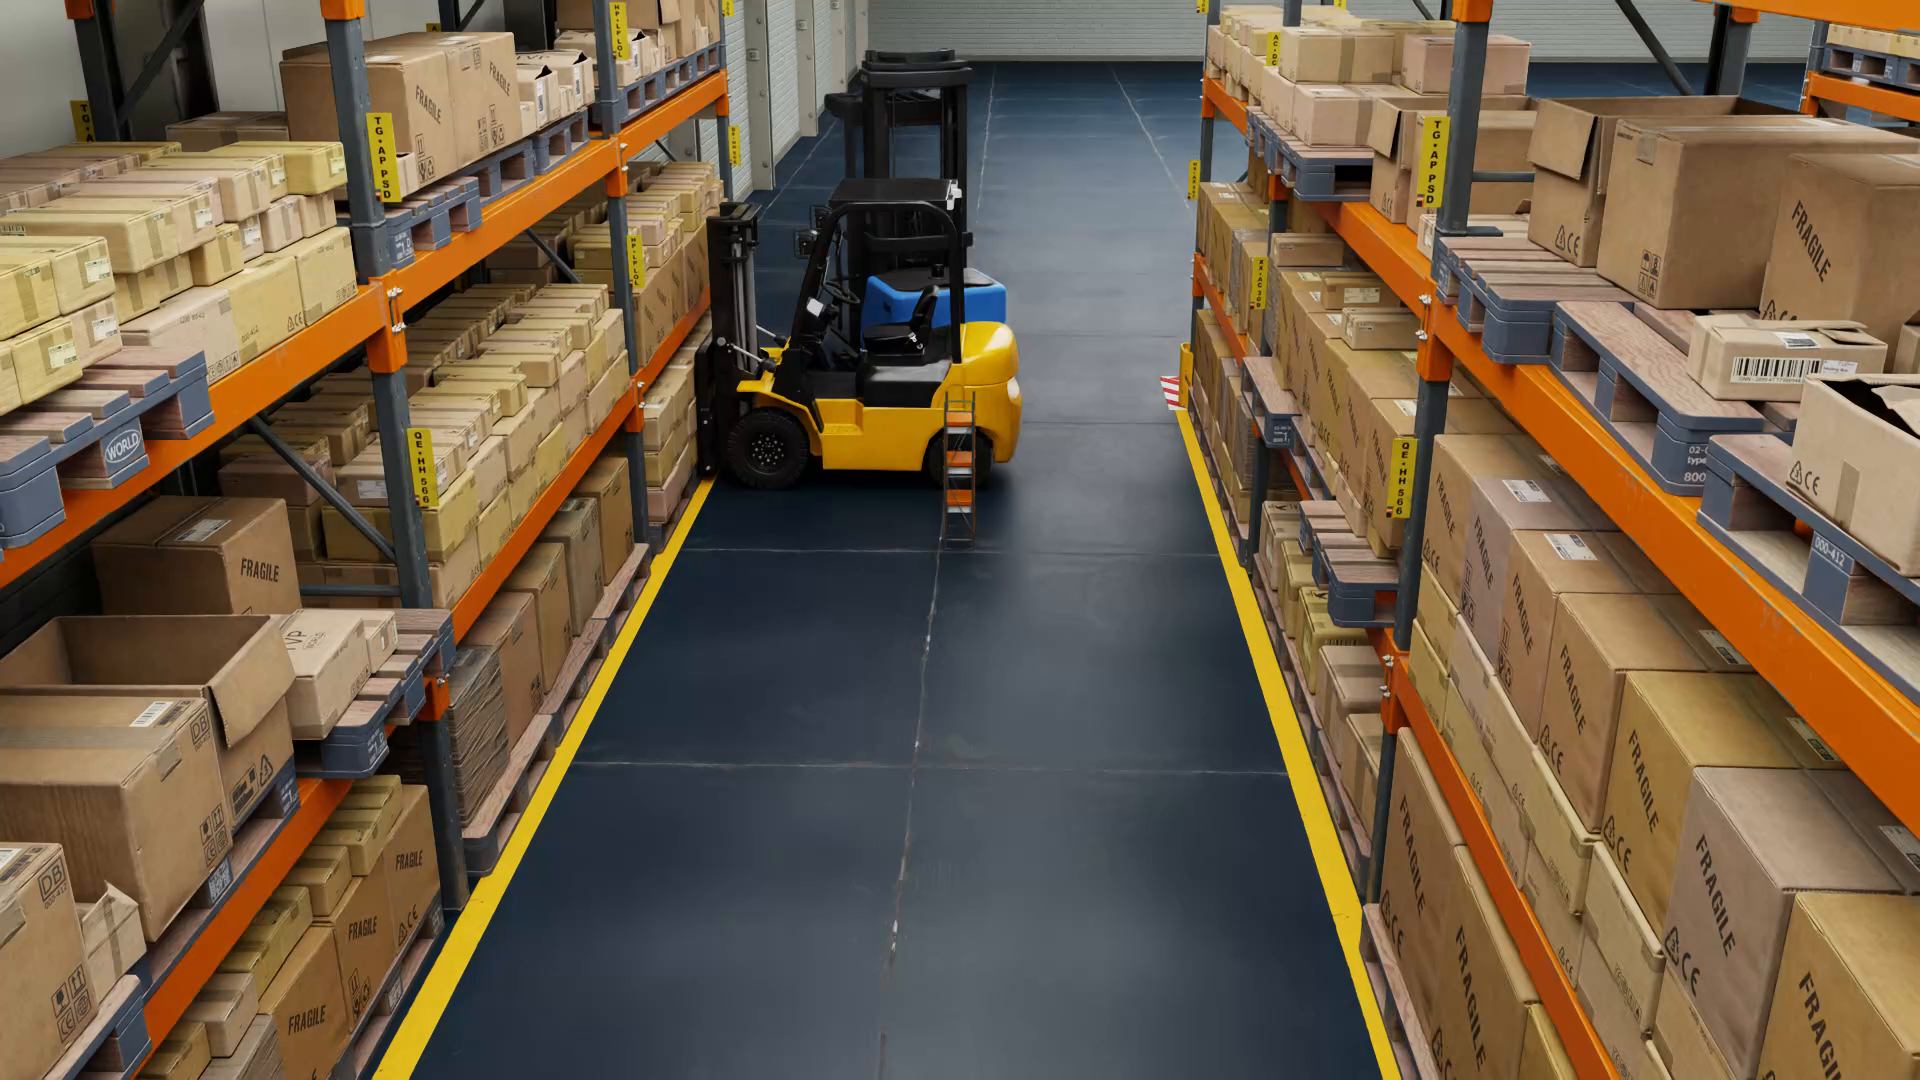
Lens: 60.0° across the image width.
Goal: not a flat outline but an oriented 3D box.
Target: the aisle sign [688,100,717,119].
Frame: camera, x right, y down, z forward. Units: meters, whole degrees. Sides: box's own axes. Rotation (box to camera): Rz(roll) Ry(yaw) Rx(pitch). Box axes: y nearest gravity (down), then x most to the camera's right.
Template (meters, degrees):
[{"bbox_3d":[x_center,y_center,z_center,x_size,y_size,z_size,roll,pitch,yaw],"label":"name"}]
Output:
[{"bbox_3d":[-2.148,-3.912,13.872,0.394,0.787,0.004,1,21,2],"label":"aisle sign"}]

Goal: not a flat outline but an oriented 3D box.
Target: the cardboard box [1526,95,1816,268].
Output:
[{"bbox_3d":[2.414,-1.239,5.704,0.797,0.503,0.637,-1,21,-2],"label":"cardboard box"}]

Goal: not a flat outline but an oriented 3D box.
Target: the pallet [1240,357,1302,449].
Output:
[{"bbox_3d":[2.227,-0.816,9.751,1.003,0.211,1.213,1,21,2],"label":"pallet"}]

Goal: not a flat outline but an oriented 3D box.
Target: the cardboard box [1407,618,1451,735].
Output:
[{"bbox_3d":[2.008,0.510,6.275,0.500,0.250,0.500,0,21,1],"label":"cardboard box"}]

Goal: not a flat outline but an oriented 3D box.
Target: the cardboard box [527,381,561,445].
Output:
[{"bbox_3d":[-2.389,-0.663,8.608,0.500,0.250,0.500,1,21,2],"label":"cardboard box"}]

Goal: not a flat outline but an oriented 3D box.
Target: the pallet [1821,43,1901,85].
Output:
[{"bbox_3d":[7.456,-3.698,12.888,1.003,0.211,1.213,1,21,2],"label":"pallet"}]

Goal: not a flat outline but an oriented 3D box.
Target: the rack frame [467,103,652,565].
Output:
[{"bbox_3d":[-2.565,-1.234,10.562,1.000,3.000,0.127,1,21,2],"label":"rack frame"}]

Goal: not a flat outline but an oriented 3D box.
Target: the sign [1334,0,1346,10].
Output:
[{"bbox_3d":[3.072,-4.425,13.415,0.100,0.325,0.005,1,21,2],"label":"sign"}]

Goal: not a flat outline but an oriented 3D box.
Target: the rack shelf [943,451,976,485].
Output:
[{"bbox_3d":[-0.002,-0.460,11.293,0.215,0.259,0.240,1,21,2],"label":"rack shelf"}]

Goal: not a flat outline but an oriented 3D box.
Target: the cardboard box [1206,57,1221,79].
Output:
[{"bbox_3d":[2.183,-3.792,13.355,0.380,0.149,0.250,1,21,2],"label":"cardboard box"}]

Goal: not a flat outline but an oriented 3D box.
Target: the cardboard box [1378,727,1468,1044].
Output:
[{"bbox_3d":[2.170,1.309,6.364,0.875,0.875,0.875,0,21,1],"label":"cardboard box"}]

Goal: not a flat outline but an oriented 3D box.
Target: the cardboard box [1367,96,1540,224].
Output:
[{"bbox_3d":[2.292,-1.733,7.558,0.797,0.503,0.637,1,21,2],"label":"cardboard box"}]

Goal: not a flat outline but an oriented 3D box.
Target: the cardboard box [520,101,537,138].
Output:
[{"bbox_3d":[-2.319,-2.078,8.219,0.380,0.149,0.250,0,21,1],"label":"cardboard box"}]

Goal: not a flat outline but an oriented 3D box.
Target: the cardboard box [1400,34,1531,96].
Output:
[{"bbox_3d":[2.497,-2.358,8.247,0.500,0.250,0.500,1,21,3],"label":"cardboard box"}]

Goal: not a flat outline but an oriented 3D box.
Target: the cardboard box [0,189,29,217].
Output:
[{"bbox_3d":[-2.996,-0.942,4.907,0.380,0.149,0.250,1,21,1],"label":"cardboard box"}]

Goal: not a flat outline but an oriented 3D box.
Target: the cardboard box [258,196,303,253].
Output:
[{"bbox_3d":[-2.485,-1.077,5.669,0.380,0.149,0.250,0,21,0],"label":"cardboard box"}]

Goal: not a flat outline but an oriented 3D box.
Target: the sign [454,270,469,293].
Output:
[{"bbox_3d":[-3.120,-1.680,10.405,0.100,0.325,0.005,1,21,2],"label":"sign"}]

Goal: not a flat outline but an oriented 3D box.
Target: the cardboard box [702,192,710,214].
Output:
[{"bbox_3d":[-2.221,-2.715,13.344,0.380,0.149,0.250,1,21,3],"label":"cardboard box"}]

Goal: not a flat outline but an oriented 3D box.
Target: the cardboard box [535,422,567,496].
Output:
[{"bbox_3d":[-2.383,-0.431,8.700,0.500,0.250,0.500,1,21,3],"label":"cardboard box"}]

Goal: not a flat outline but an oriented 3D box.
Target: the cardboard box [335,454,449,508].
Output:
[{"bbox_3d":[-2.383,-0.248,6.988,0.380,0.149,0.250,1,21,3],"label":"cardboard box"}]

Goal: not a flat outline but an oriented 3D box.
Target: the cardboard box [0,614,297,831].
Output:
[{"bbox_3d":[-2.552,0.561,5.213,0.797,0.503,0.637,0,21,0],"label":"cardboard box"}]

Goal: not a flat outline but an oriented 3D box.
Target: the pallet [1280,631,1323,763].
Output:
[{"bbox_3d":[2.340,0.843,9.064,1.003,0.211,1.213,1,21,2],"label":"pallet"}]

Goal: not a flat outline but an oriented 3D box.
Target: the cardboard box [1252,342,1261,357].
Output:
[{"bbox_3d":[2.101,-1.183,10.778,0.380,0.149,0.250,0,21,1],"label":"cardboard box"}]

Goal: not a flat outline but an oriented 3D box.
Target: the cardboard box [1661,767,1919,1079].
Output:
[{"bbox_3d":[1.924,0.848,3.677,0.500,0.500,0.500,1,21,3],"label":"cardboard box"}]

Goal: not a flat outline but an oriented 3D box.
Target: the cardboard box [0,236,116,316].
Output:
[{"bbox_3d":[-2.373,-0.664,4.165,0.380,0.149,0.250,1,21,2],"label":"cardboard box"}]

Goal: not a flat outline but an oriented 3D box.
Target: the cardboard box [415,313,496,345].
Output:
[{"bbox_3d":[-2.847,-1.179,9.385,0.380,0.149,0.250,0,21,1],"label":"cardboard box"}]

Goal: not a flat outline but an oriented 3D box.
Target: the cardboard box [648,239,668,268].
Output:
[{"bbox_3d":[-2.225,-1.972,11.429,0.380,0.149,0.250,1,21,3],"label":"cardboard box"}]

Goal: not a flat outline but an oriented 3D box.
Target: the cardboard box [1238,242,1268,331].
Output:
[{"bbox_3d":[2.170,-1.715,11.254,0.500,0.500,0.500,1,21,3],"label":"cardboard box"}]

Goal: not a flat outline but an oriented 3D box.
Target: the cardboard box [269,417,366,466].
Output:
[{"bbox_3d":[-2.914,-0.445,7.494,0.380,0.149,0.250,1,21,2],"label":"cardboard box"}]

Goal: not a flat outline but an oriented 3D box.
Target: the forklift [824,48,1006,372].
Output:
[{"bbox_3d":[-0.568,-2.969,15.130,1.130,2.935,3.031,-7,22,-18],"label":"forklift"}]

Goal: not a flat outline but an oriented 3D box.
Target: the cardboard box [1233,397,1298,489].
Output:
[{"bbox_3d":[2.146,-0.661,11.269,0.500,0.500,0.500,0,21,1],"label":"cardboard box"}]

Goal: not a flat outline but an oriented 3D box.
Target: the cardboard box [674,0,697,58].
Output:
[{"bbox_3d":[-2.345,-3.835,12.263,0.700,0.500,0.500,1,21,2],"label":"cardboard box"}]

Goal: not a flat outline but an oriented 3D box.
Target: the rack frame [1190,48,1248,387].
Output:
[{"bbox_3d":[2.518,-2.627,14.152,1.000,3.000,0.127,1,21,2],"label":"rack frame"}]

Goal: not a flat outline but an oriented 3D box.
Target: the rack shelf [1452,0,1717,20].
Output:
[{"bbox_3d":[2.335,-2.732,7.678,1.077,0.370,4.000,1,21,2],"label":"rack shelf"}]

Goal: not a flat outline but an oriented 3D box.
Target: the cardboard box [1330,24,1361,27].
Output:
[{"bbox_3d":[2.717,-3.415,11.283,0.380,0.149,0.250,0,21,1],"label":"cardboard box"}]

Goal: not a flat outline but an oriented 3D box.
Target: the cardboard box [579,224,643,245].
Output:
[{"bbox_3d":[-2.343,-2.021,11.145,0.380,0.149,0.250,0,21,1],"label":"cardboard box"}]

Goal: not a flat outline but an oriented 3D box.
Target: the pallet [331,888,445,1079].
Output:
[{"bbox_3d":[-2.748,1.782,6.644,1.003,0.211,1.213,1,21,2],"label":"pallet"}]

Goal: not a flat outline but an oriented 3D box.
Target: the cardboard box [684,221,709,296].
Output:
[{"bbox_3d":[-2.237,-2.173,12.844,0.500,0.500,0.500,0,21,1],"label":"cardboard box"}]

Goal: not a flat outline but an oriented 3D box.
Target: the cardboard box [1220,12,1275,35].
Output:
[{"bbox_3d":[2.160,-3.883,12.487,0.380,0.149,0.250,1,21,1],"label":"cardboard box"}]

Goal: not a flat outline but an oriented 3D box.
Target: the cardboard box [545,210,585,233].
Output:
[{"bbox_3d":[-2.841,-2.211,11.634,0.380,0.149,0.250,0,21,1],"label":"cardboard box"}]

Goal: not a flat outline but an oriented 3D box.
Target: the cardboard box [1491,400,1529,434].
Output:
[{"bbox_3d":[2.519,-0.275,6.962,0.500,0.500,0.500,0,21,0],"label":"cardboard box"}]

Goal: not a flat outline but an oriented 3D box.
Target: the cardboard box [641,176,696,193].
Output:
[{"bbox_3d":[-2.283,-2.762,13.055,0.380,0.149,0.250,1,21,2],"label":"cardboard box"}]

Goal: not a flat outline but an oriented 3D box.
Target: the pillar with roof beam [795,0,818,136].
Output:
[{"bbox_3d":[1.485,-11.696,29.232,9.100,9.000,0.400,1,21,2],"label":"pillar with roof beam"}]

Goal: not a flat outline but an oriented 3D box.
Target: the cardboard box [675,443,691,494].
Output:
[{"bbox_3d":[-2.220,-0.503,11.898,0.500,0.250,0.500,0,21,0],"label":"cardboard box"}]

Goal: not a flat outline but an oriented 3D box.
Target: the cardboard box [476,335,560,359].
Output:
[{"bbox_3d":[-2.363,-0.994,8.910,0.380,0.149,0.250,1,21,2],"label":"cardboard box"}]

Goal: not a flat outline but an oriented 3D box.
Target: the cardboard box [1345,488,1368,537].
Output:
[{"bbox_3d":[1.948,-0.123,7.467,0.380,0.149,0.250,0,21,1],"label":"cardboard box"}]

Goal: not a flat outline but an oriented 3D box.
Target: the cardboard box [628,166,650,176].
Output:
[{"bbox_3d":[-2.738,-2.953,13.547,0.380,0.149,0.250,1,21,3],"label":"cardboard box"}]

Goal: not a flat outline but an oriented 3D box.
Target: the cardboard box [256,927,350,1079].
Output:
[{"bbox_3d":[-2.524,1.707,5.857,0.500,0.500,0.500,2,21,4],"label":"cardboard box"}]

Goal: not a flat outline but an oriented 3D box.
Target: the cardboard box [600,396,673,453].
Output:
[{"bbox_3d":[-2.237,-0.785,11.244,0.500,0.250,0.500,0,21,1],"label":"cardboard box"}]

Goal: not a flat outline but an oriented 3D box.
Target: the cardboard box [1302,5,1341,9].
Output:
[{"bbox_3d":[2.803,-4.154,13.187,0.380,0.149,0.250,1,21,2],"label":"cardboard box"}]

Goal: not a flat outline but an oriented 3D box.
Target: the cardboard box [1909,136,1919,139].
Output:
[{"bbox_3d":[7.494,-2.849,13.023,0.875,0.550,0.550,1,21,2],"label":"cardboard box"}]

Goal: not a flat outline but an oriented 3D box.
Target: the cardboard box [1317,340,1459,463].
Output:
[{"bbox_3d":[2.029,-0.652,7.933,0.500,0.500,0.500,-1,21,-2],"label":"cardboard box"}]

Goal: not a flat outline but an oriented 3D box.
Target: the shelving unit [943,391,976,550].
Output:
[{"bbox_3d":[-0.002,-0.470,11.289,0.215,1.050,0.252,1,21,2],"label":"shelving unit"}]

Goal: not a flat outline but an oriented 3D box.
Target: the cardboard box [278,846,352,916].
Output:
[{"bbox_3d":[-2.478,1.255,6.127,0.380,0.149,0.250,0,21,0],"label":"cardboard box"}]

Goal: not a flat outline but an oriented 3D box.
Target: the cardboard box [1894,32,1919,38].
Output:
[{"bbox_3d":[7.168,-3.781,12.057,0.500,0.250,0.500,0,21,1],"label":"cardboard box"}]

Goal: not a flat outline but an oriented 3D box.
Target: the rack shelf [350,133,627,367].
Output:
[{"bbox_3d":[-2.626,-1.574,8.286,1.077,0.370,4.000,1,21,2],"label":"rack shelf"}]

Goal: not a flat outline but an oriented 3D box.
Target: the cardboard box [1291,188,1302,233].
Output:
[{"bbox_3d":[2.706,-2.354,11.518,0.700,0.500,0.500,0,21,0],"label":"cardboard box"}]
